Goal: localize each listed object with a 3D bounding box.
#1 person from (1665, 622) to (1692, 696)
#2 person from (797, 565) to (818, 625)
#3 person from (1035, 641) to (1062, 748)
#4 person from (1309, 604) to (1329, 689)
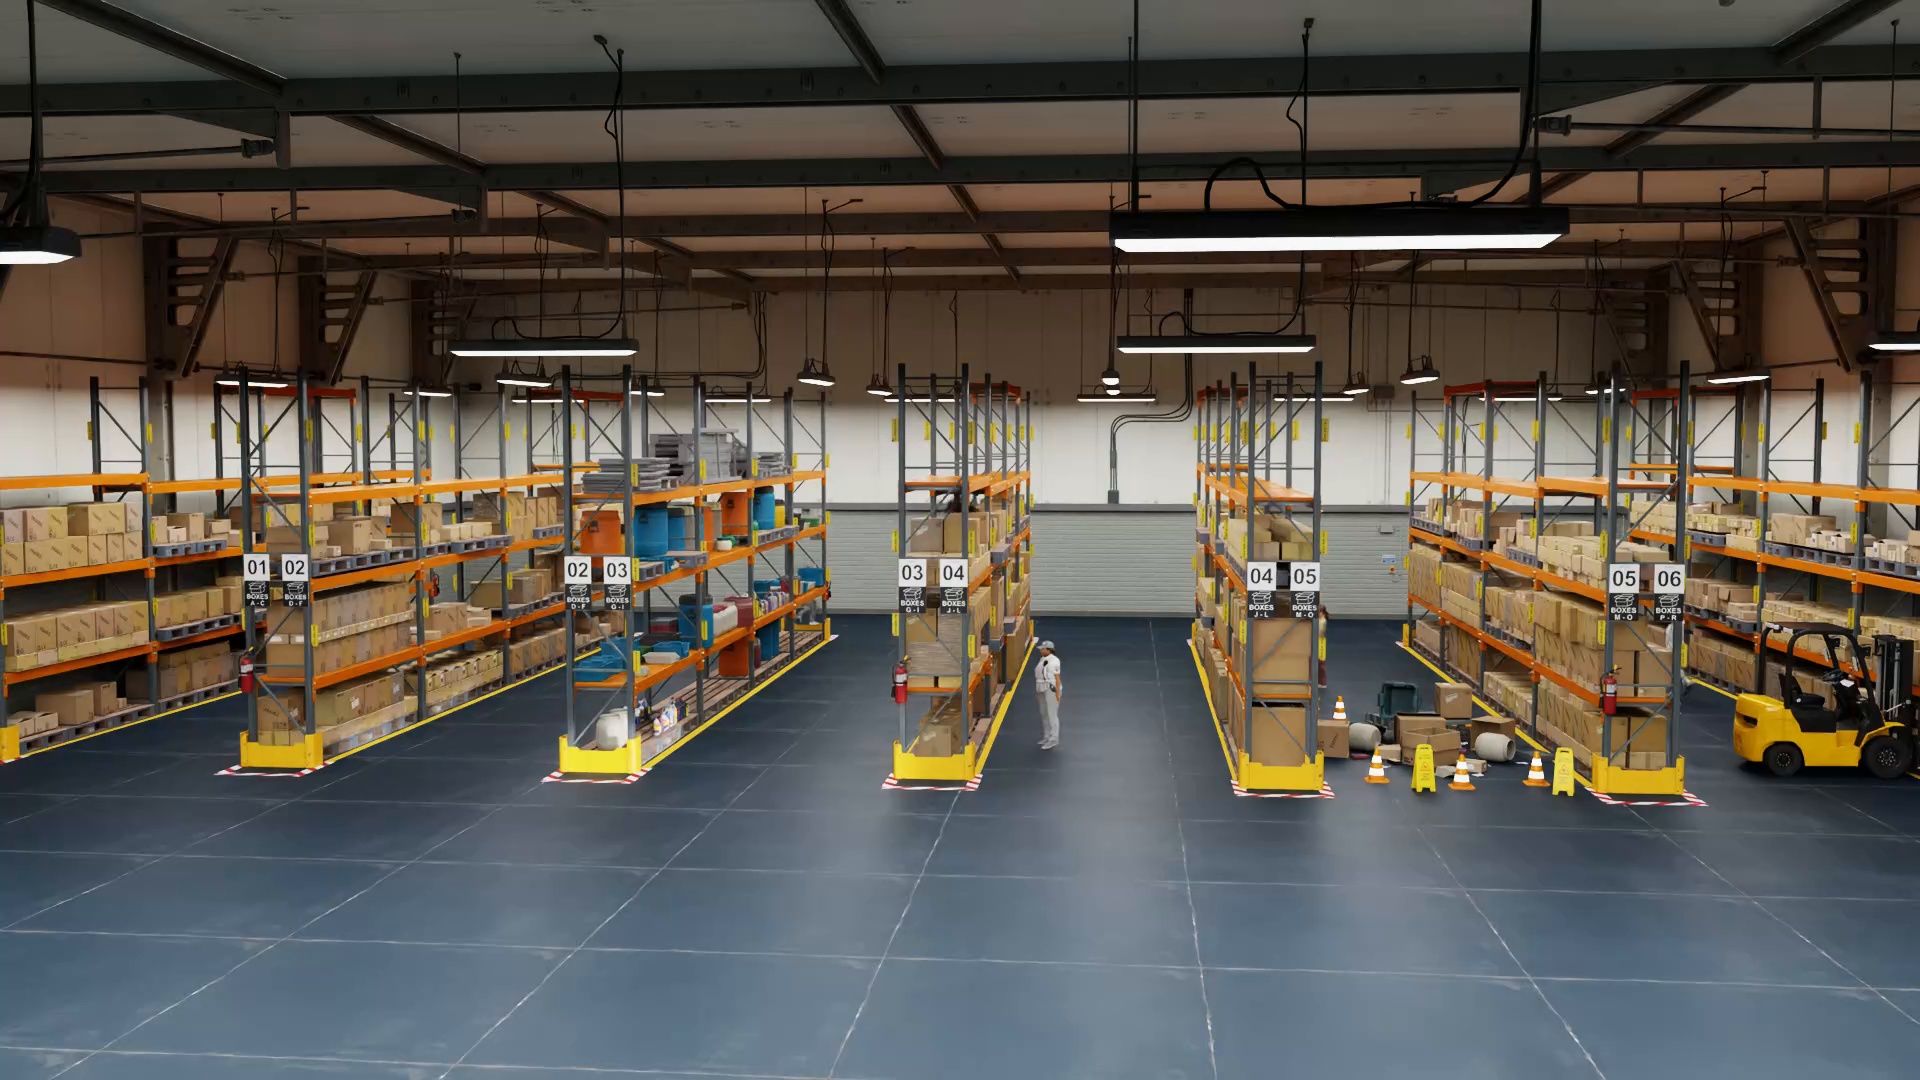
[{"bbox_3d":[13.445,2.098,31.208,0.568,1.787,0.514,-3,5,-42],"label":"person"},{"bbox_3d":[-3.911,1.427,43.309,0.538,1.569,0.417,2,4,23],"label":"person"},{"bbox_3d":[1.401,2.460,26.681,0.454,1.676,0.591,-2,4,-27],"label":"person"},{"bbox_3d":[6.960,2.091,32.471,0.457,1.682,0.538,2,4,32],"label":"person"}]
